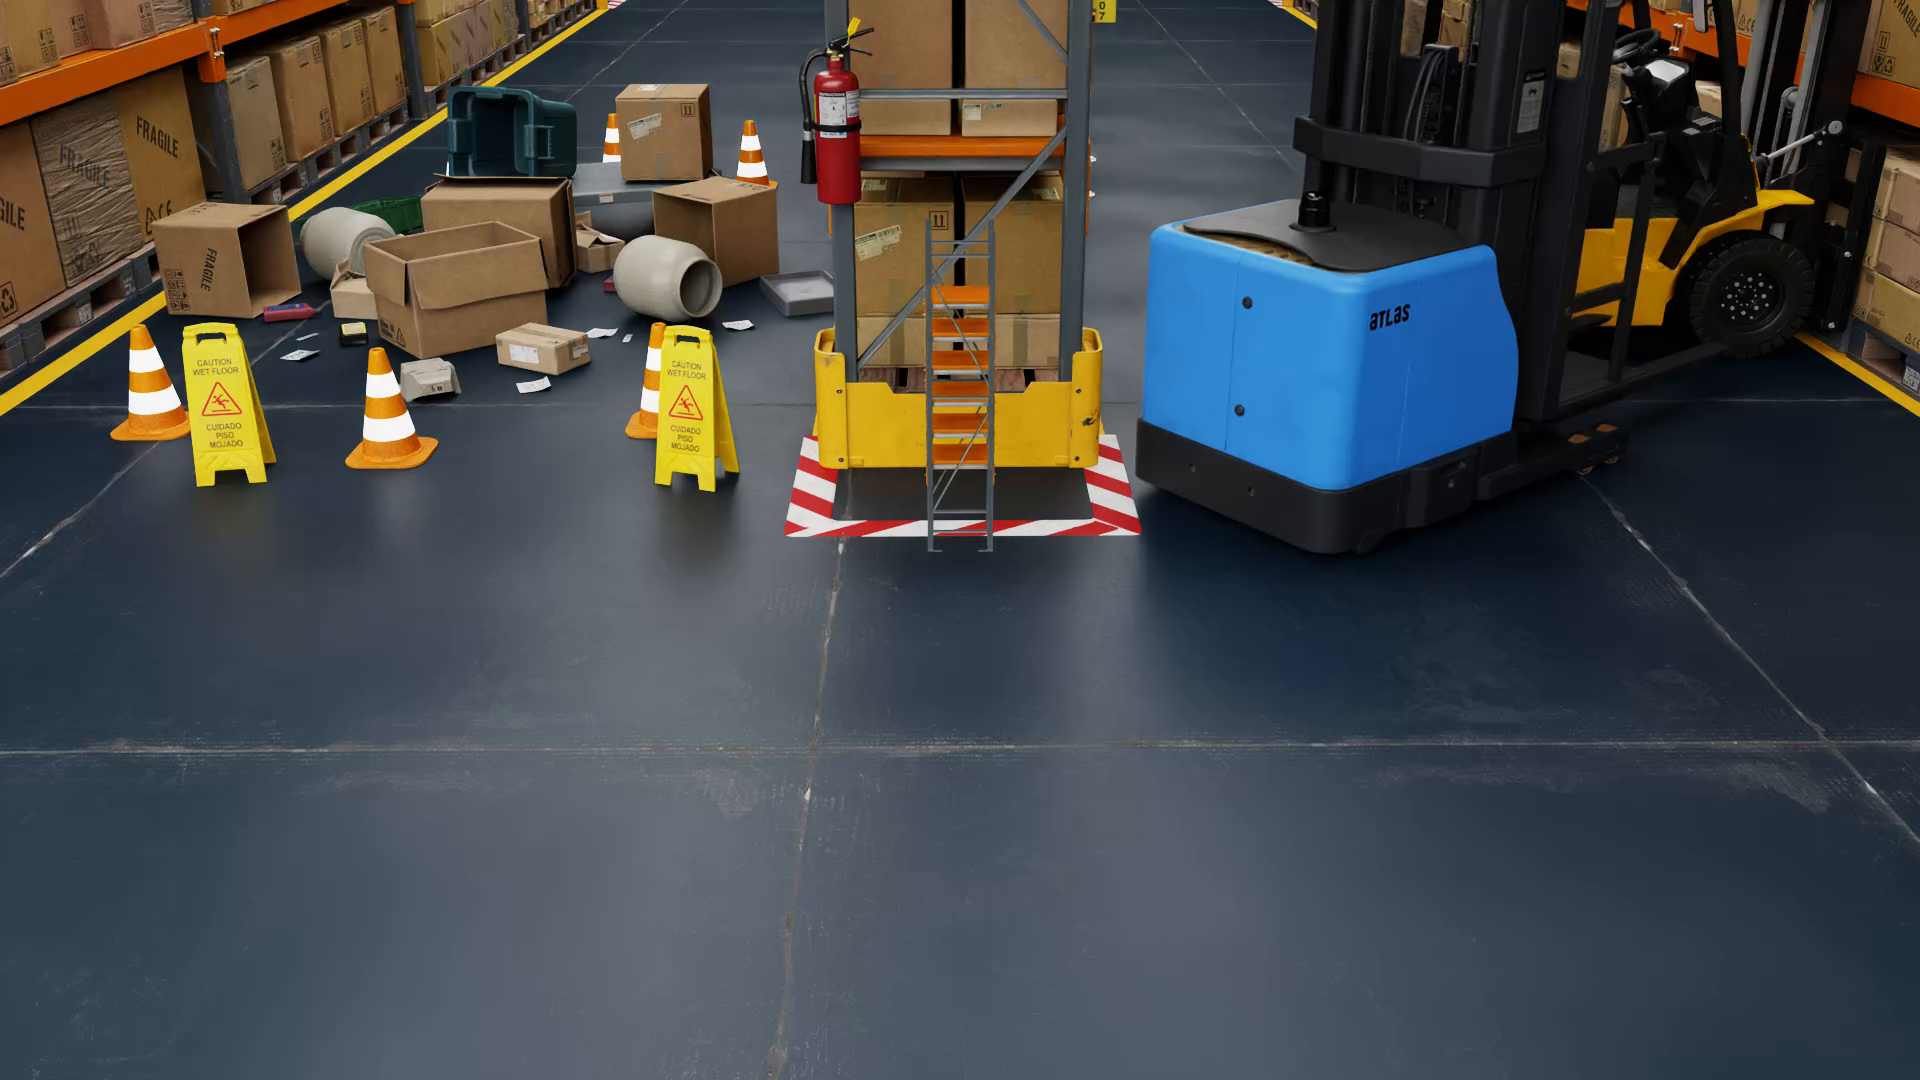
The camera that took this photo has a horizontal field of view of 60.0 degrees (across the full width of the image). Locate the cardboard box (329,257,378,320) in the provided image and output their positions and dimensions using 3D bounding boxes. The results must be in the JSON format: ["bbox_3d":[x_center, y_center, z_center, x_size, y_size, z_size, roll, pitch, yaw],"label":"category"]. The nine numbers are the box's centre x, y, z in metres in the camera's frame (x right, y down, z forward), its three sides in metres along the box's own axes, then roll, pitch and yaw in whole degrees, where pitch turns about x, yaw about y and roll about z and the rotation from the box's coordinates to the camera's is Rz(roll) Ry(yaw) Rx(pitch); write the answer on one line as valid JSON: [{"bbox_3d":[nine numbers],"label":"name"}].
[{"bbox_3d":[-3.138,-1.343,8.898,0.396,0.266,0.258,4,25,9],"label":"cardboard box"}]

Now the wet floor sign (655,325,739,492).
[{"bbox_3d":[-1.074,-0.549,6.680,0.267,0.644,0.232,8,26,18],"label":"wet floor sign"}]

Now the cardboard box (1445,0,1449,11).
[{"bbox_3d":[4.661,-4.905,15.193,0.380,0.149,0.250,0,24,1],"label":"cardboard box"}]

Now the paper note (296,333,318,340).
[{"bbox_3d":[-3.355,-1.045,8.547,0.032,0.001,0.123,13,27,27],"label":"paper note"}]

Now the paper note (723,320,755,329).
[{"bbox_3d":[-1.161,-1.134,8.720,0.142,0.019,0.148,-9,26,-19],"label":"paper note"}]

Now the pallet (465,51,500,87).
[{"bbox_3d":[-5.059,-4.490,15.922,1.003,0.211,1.213,0,24,-1],"label":"pallet"}]

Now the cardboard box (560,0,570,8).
[{"bbox_3d":[-4.830,-6.376,19.658,0.380,0.149,0.250,0,24,0],"label":"cardboard box"}]

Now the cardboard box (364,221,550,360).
[{"bbox_3d":[-2.556,-1.280,8.469,0.797,0.503,0.637,-19,31,-36],"label":"cardboard box"}]

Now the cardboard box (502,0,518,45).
[{"bbox_3d":[-4.825,-5.334,16.928,0.500,0.500,0.500,-1,24,-2],"label":"cardboard box"}]

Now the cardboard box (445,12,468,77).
[{"bbox_3d":[-4.803,-4.489,15.060,0.500,0.500,0.500,0,24,0],"label":"cardboard box"}]

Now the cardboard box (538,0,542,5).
[{"bbox_3d":[-4.901,-6.080,18.641,0.380,0.149,0.250,-1,24,-3],"label":"cardboard box"}]

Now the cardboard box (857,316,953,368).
[{"bbox_3d":[-0.284,-0.985,7.615,0.500,0.250,0.500,0,24,-1],"label":"cardboard box"}]

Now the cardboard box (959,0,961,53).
[{"bbox_3d":[0.251,-2.506,7.668,0.500,0.500,0.500,-1,24,-2],"label":"cardboard box"}]

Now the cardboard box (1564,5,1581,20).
[{"bbox_3d":[5.176,-4.589,14.494,0.380,0.149,0.250,1,24,2],"label":"cardboard box"}]

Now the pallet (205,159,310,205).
[{"bbox_3d":[-5.082,-2.336,11.159,1.003,0.211,1.213,0,24,-1],"label":"pallet"}]

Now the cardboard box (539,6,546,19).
[{"bbox_3d":[-4.826,-5.841,18.475,0.380,0.149,0.250,0,24,-1],"label":"cardboard box"}]

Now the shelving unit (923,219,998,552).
[{"bbox_3d":[0.000,-0.541,5.989,0.258,1.200,0.189,0,24,-1],"label":"shelving unit"}]

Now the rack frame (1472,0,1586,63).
[{"bbox_3d":[4.870,-5.025,13.720,1.000,3.000,0.127,0,24,-1],"label":"rack frame"}]

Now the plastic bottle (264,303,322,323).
[{"bbox_3d":[-3.555,-1.215,8.861,0.283,0.061,0.133,-9,26,-19],"label":"plastic bottle"}]

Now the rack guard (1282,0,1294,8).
[{"bbox_3d":[4.784,-7.151,21.455,1.175,0.500,0.348,0,24,-1],"label":"rack guard"}]

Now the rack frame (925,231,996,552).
[{"bbox_3d":[0.001,-0.503,5.906,0.240,1.200,0.006,0,24,-1],"label":"rack frame"}]

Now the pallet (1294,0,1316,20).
[{"bbox_3d":[4.794,-6.691,20.788,1.003,0.211,1.213,0,24,-1],"label":"pallet"}]

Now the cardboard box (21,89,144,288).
[{"bbox_3d":[-5.047,-1.881,8.838,0.875,0.875,0.875,0,24,0],"label":"cardboard box"}]

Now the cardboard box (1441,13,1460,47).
[{"bbox_3d":[4.656,-4.457,14.988,0.500,0.500,0.500,-1,24,-1],"label":"cardboard box"}]

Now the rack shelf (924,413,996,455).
[{"bbox_3d":[0.000,-0.391,6.057,0.258,0.103,0.180,0,24,-1],"label":"rack shelf"}]

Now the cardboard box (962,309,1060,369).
[{"bbox_3d":[0.262,-0.977,7.597,0.500,0.250,0.500,0,24,-1],"label":"cardboard box"}]

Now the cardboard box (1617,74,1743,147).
[{"bbox_3d":[4.897,-2.701,10.954,0.875,0.625,0.625,1,24,2],"label":"cardboard box"}]

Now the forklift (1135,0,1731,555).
[{"bbox_3d":[2.173,-1.756,6.577,3.031,2.935,1.130,-18,30,-34],"label":"forklift"}]

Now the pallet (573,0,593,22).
[{"bbox_3d":[-5.155,-6.597,20.580,1.003,0.211,1.213,0,24,-1],"label":"pallet"}]

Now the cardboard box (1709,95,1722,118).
[{"bbox_3d":[4.601,-2.359,9.440,0.500,0.250,0.500,0,24,0],"label":"cardboard box"}]

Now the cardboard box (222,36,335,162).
[{"bbox_3d":[-5.101,-3.108,11.703,1.050,0.750,0.750,0,24,-1],"label":"cardboard box"}]

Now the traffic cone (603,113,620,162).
[{"bbox_3d":[-2.466,-2.817,11.916,0.336,0.463,0.334,0,24,-1],"label":"traffic cone"}]

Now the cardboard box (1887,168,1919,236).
[{"bbox_3d":[4.629,-1.521,7.587,0.500,0.250,0.500,0,24,0],"label":"cardboard box"}]

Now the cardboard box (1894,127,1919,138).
[{"bbox_3d":[5.139,-1.945,8.523,0.500,0.250,0.500,-1,24,-2],"label":"cardboard box"}]

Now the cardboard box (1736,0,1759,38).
[{"bbox_3d":[4.680,-3.024,9.174,0.500,0.500,0.500,0,24,0],"label":"cardboard box"}]

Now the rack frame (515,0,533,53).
[{"bbox_3d":[-5.085,-6.585,17.171,1.000,3.000,0.127,0,24,-1],"label":"rack frame"}]

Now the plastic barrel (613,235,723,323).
[{"bbox_3d":[-1.542,-1.375,8.777,0.512,0.421,0.421,19,30,35],"label":"plastic barrel"}]

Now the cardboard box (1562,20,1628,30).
[{"bbox_3d":[4.863,-3.877,13.555,0.875,0.625,0.625,1,24,1],"label":"cardboard box"}]

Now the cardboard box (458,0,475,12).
[{"bbox_3d":[-4.805,-5.029,15.344,0.500,0.250,0.500,0,24,0],"label":"cardboard box"}]

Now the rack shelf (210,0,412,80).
[{"bbox_3d":[-5.020,-3.785,11.853,1.077,0.370,4.000,0,24,-1],"label":"rack shelf"}]

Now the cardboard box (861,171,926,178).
[{"bbox_3d":[-0.346,-1.760,7.632,0.380,0.149,0.250,0,24,1],"label":"cardboard box"}]

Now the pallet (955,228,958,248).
[{"bbox_3d":[-0.007,-1.806,9.986,1.003,0.211,1.213,0,24,-1],"label":"pallet"}]

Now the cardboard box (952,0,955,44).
[{"bbox_3d":[-0.277,-2.730,8.163,0.500,0.500,0.500,0,24,0],"label":"cardboard box"}]

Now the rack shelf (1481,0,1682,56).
[{"bbox_3d":[4.892,-3.873,12.047,1.077,0.370,4.000,0,24,-1],"label":"rack shelf"}]

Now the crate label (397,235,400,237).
[{"bbox_3d":[-3.389,-1.716,9.879,0.298,0.136,0.250,-19,31,-36],"label":"crate label"}]

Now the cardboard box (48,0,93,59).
[{"bbox_3d":[-5.065,-2.756,8.521,0.875,0.550,0.550,0,24,-1],"label":"cardboard box"}]
